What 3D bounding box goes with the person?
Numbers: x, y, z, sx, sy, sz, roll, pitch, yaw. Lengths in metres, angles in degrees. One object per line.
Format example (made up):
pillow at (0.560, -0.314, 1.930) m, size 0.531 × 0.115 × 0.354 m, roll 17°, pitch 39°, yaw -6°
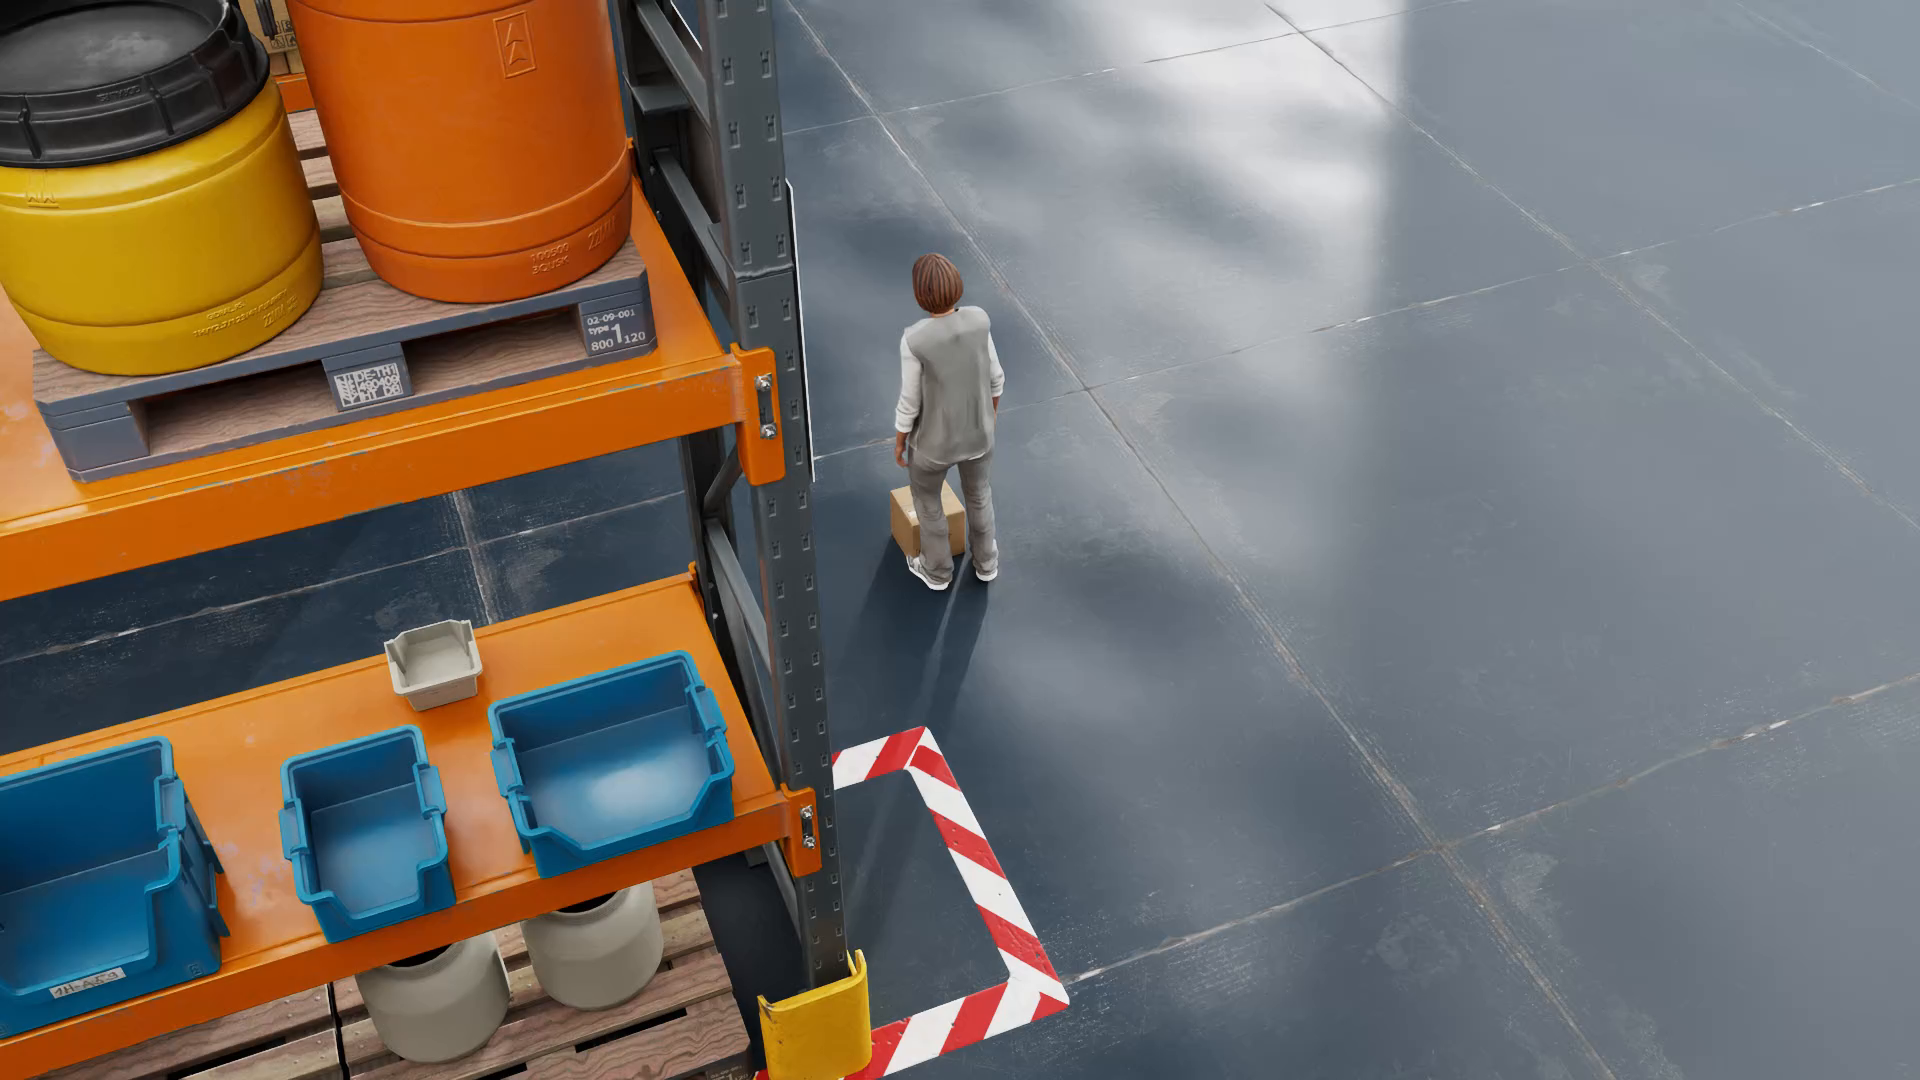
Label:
person at (-0.047, -0.432, 6.644) m, size 0.483 × 1.592 × 0.377 m, roll -18°, pitch 45°, yaw -19°
